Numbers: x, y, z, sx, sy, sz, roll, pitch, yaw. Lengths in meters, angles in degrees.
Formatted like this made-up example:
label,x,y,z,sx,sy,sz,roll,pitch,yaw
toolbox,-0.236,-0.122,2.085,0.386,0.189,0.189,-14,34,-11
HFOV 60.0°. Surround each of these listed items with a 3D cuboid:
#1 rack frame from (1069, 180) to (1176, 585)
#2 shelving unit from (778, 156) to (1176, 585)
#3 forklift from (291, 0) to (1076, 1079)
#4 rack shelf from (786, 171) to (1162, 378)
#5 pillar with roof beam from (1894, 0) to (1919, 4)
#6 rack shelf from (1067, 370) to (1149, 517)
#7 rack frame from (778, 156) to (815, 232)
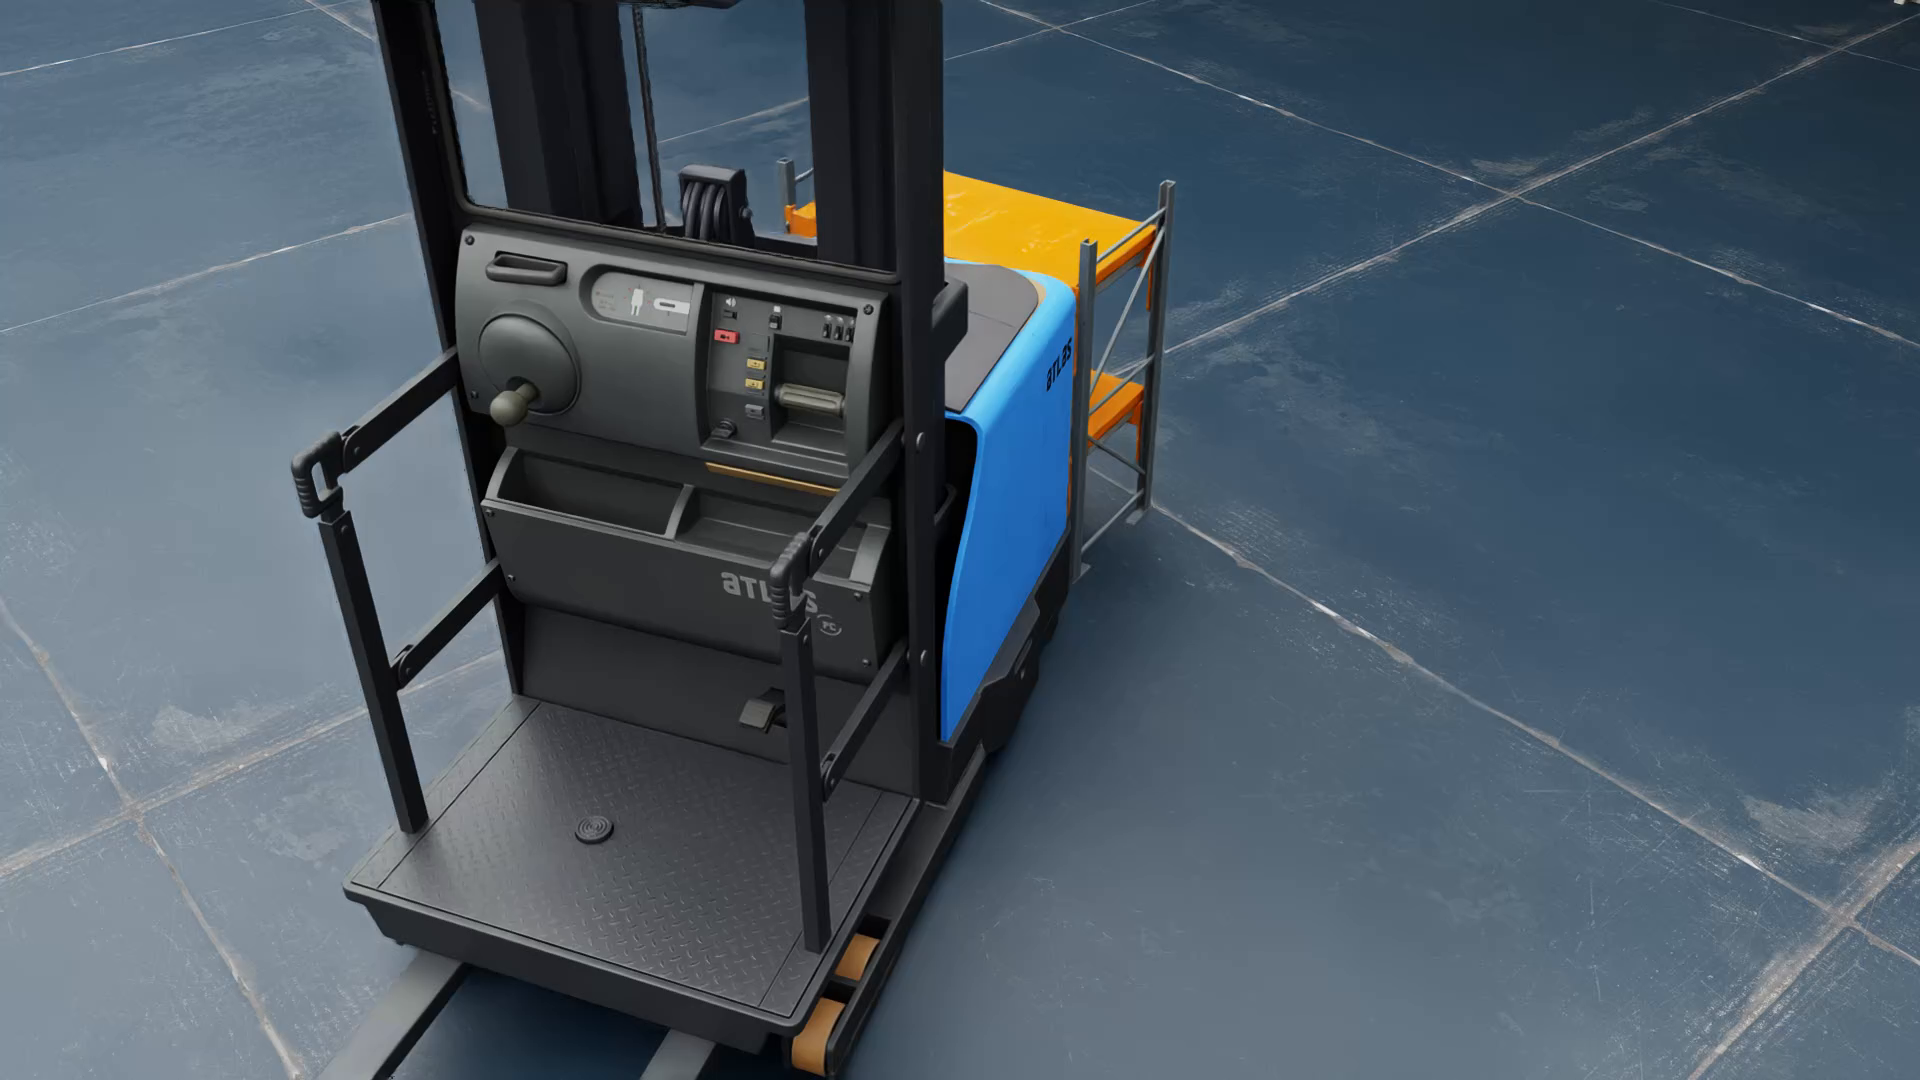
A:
label,x,y,z,sx,sy,sz,roll,pitch,yaw
rack frame,0.468,-0.447,4.908,0.032,1.125,0.500,21,40,26
shelving unit,0.042,-0.607,5.134,1.048,1.125,0.538,21,40,26
forklift,-0.667,-0.309,3.150,1.130,2.935,3.031,12,37,16
rack shelf,0.042,-0.846,4.965,1.000,0.278,0.538,21,40,26
pillar with roof beam,2.381,-5.163,4.754,9.100,9.000,0.400,-26,43,-32
rack shelf,0.042,-0.408,5.276,1.000,0.278,0.538,21,40,26
rack frame,-0.384,-0.768,5.361,0.032,1.125,0.500,21,40,26
